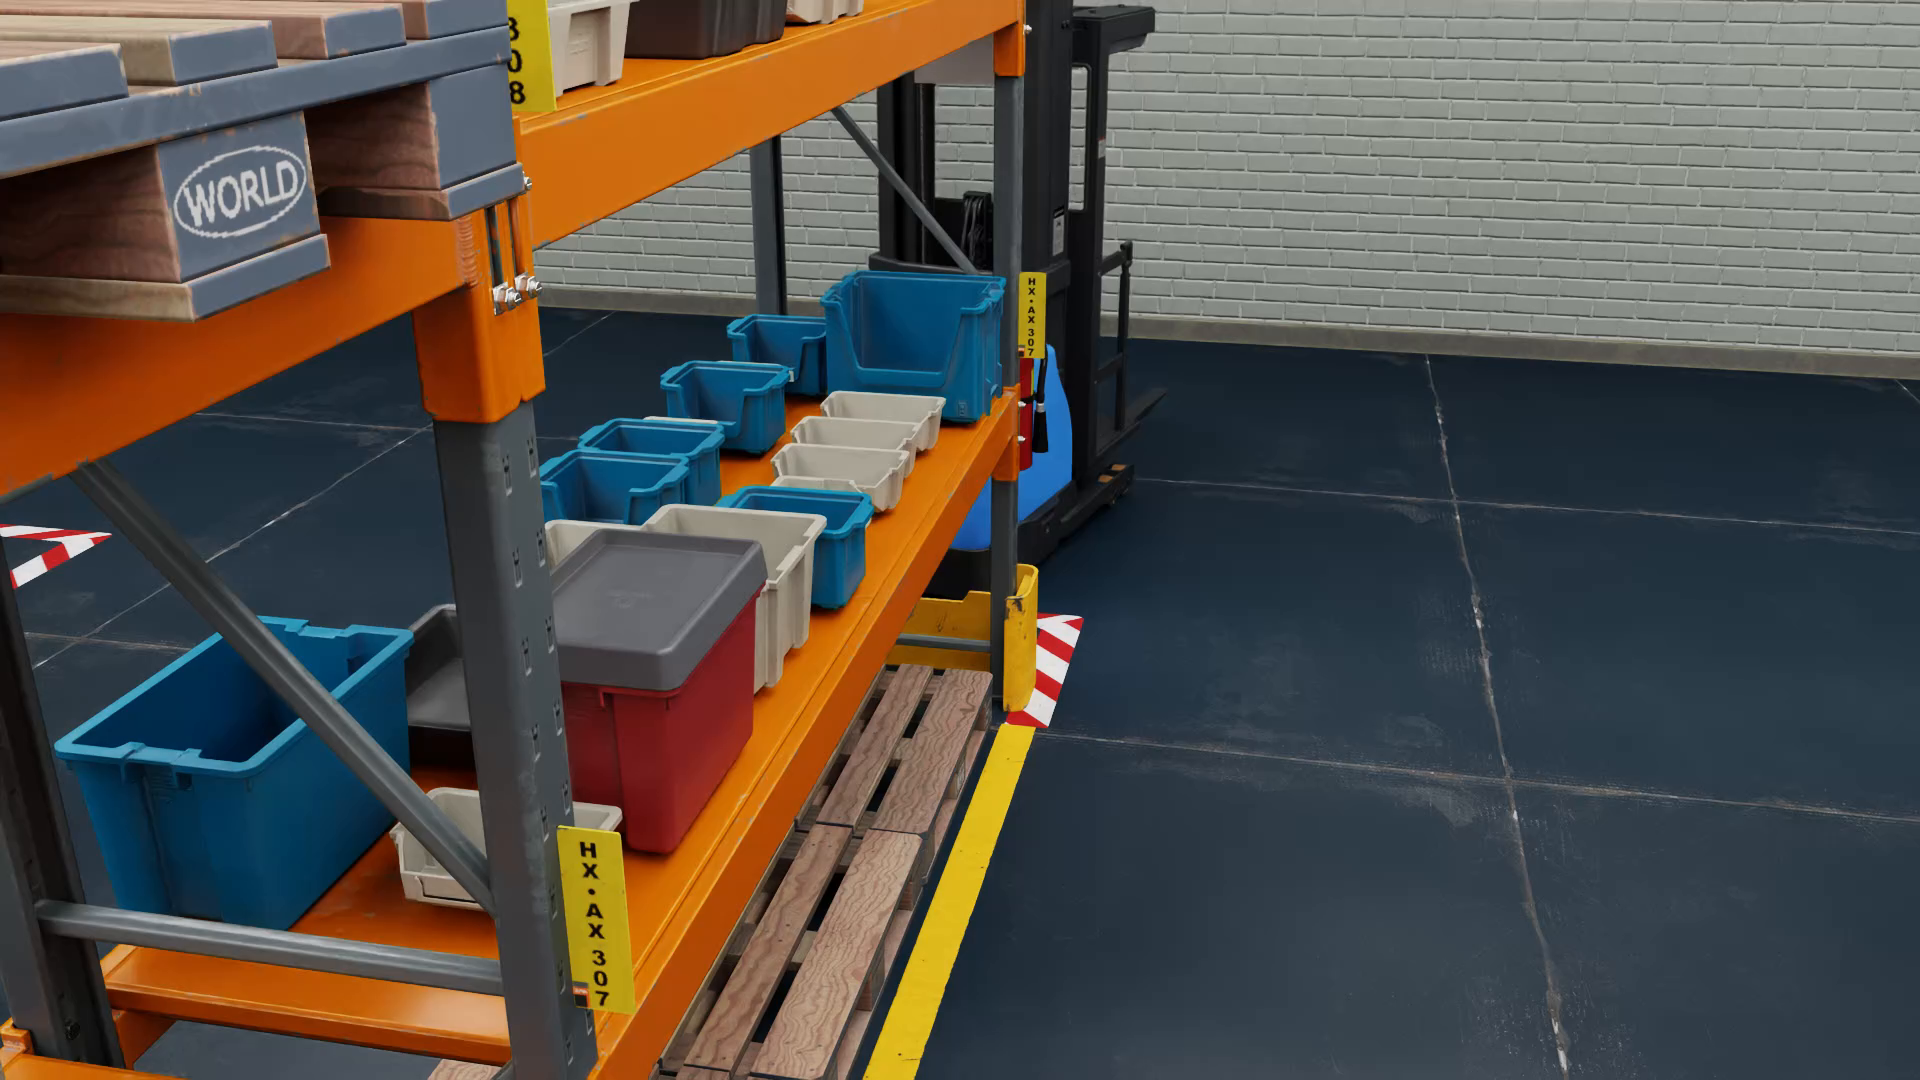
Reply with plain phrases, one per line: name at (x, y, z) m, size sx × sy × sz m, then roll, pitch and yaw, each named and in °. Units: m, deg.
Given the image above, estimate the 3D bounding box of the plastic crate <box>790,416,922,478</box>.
plastic crate at (-0.336, -0.285, 5.319) m, size 0.396 × 0.136 × 0.243 m, roll 4°, pitch 22°, yaw 11°

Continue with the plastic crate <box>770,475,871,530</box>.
plastic crate at (-0.411, -0.072, 4.789) m, size 0.298 × 0.136 × 0.250 m, roll 4°, pitch 22°, yaw 11°

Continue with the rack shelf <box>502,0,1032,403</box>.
rack shelf at (-0.681, -1.123, 4.074) m, size 1.077 × 0.370 × 4.000 m, roll 4°, pitch 22°, yaw 11°

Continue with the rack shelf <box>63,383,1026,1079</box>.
rack shelf at (-0.681, 0.269, 4.635) m, size 1.077 × 0.370 × 4.000 m, roll 4°, pitch 22°, yaw 11°

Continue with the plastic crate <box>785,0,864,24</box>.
plastic crate at (-0.452, -1.291, 3.882) m, size 0.437 × 0.136 × 0.530 m, roll 4°, pitch 22°, yaw 11°

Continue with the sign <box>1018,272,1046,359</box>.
sign at (0.269, -0.836, 6.196) m, size 0.100 × 0.325 × 0.005 m, roll 4°, pitch 22°, yaw 11°

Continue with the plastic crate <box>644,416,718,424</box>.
plastic crate at (-0.931, -0.278, 5.301) m, size 0.250 × 0.136 × 0.298 m, roll 4°, pitch 22°, yaw 11°

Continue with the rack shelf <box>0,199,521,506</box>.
rack shelf at (-1.498, 0.340, 0.442) m, size 1.077 × 0.370 × 4.000 m, roll 4°, pitch 22°, yaw 11°

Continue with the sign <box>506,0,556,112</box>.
sign at (-0.551, -0.687, 2.016) m, size 0.100 × 0.325 × 0.005 m, roll 4°, pitch 22°, yaw 11°

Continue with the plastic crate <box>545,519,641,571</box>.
plastic crate at (-1.028, 0.101, 4.360) m, size 0.293 × 0.136 × 0.466 m, roll 4°, pitch 22°, yaw 11°

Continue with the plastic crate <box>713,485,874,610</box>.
plastic crate at (-0.441, 0.024, 4.423) m, size 0.416 × 0.233 × 0.300 m, roll 4°, pitch 22°, yaw 11°

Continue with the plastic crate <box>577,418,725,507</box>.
plastic crate at (-0.915, -0.200, 4.979) m, size 0.416 × 0.233 × 0.300 m, roll 4°, pitch 22°, yaw 11°

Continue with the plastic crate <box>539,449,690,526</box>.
plastic crate at (-0.976, -0.090, 4.706) m, size 0.416 × 0.233 × 0.300 m, roll 4°, pitch 22°, yaw 11°

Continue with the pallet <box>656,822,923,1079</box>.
pallet at (-0.731, 1.240, 4.991) m, size 1.003 × 0.211 × 1.213 m, roll 4°, pitch 22°, yaw 11°

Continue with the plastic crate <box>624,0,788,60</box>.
plastic crate at (-0.568, -1.098, 3.224) m, size 0.497 × 0.269 × 0.590 m, roll 4°, pitch 22°, yaw 11°

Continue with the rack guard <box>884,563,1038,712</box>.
rack guard at (-0.281, 0.353, 6.808) m, size 1.175 × 0.500 × 0.348 m, roll 4°, pitch 22°, yaw 11°

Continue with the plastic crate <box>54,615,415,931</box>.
plastic crate at (-1.328, 0.449, 3.164) m, size 0.392 × 0.384 × 0.575 m, roll 4°, pitch 22°, yaw 11°

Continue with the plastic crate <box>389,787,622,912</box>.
plastic crate at (-0.855, 0.601, 3.118) m, size 0.396 × 0.136 × 0.243 m, roll 4°, pitch 22°, yaw 11°

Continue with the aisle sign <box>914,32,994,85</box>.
aisle sign at (0.028, -2.006, 5.841) m, size 0.394 × 0.787 × 0.004 m, roll 4°, pitch 22°, yaw 11°

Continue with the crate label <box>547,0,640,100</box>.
crate label at (-0.707, -0.760, 2.563) m, size 0.293 × 0.136 × 0.466 m, roll 4°, pitch 22°, yaw 11°

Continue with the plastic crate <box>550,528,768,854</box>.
plastic crate at (-0.662, 0.301, 3.424) m, size 0.402 × 0.464 × 0.583 m, roll 4°, pitch 22°, yaw 11°

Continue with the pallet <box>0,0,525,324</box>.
pallet at (-1.154, -0.343, 1.429) m, size 1.213 × 0.211 × 1.003 m, roll 4°, pitch 22°, yaw 11°

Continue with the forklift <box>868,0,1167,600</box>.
forklift at (0.288, -1.602, 8.407) m, size 1.130 × 2.935 × 3.031 m, roll 10°, pitch 24°, yaw 24°

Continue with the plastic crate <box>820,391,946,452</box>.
plastic crate at (-0.262, -0.390, 5.580) m, size 0.396 × 0.136 × 0.243 m, roll 4°, pitch 22°, yaw 11°

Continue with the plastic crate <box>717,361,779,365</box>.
plastic crate at (-0.792, -0.526, 5.917) m, size 0.250 × 0.136 × 0.298 m, roll 4°, pitch 22°, yaw 11°

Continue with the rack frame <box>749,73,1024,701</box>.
rack frame at (-0.273, -0.797, 6.316) m, size 1.000 × 3.000 × 0.127 m, roll 4°, pitch 22°, yaw 11°

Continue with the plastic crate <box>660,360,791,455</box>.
plastic crate at (-0.780, -0.441, 5.577) m, size 0.416 × 0.233 × 0.300 m, roll 4°, pitch 22°, yaw 11°

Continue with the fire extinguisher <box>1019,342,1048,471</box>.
fire extinguisher at (0.202, -0.608, 6.451) m, size 0.296 × 0.674 × 0.183 m, roll 4°, pitch 22°, yaw 11°

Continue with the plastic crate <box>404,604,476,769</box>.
plastic crate at (-1.124, 0.336, 3.791) m, size 0.437 × 0.125 × 0.590 m, roll 4°, pitch 22°, yaw 11°

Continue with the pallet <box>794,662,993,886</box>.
pallet at (-0.480, 0.796, 6.096) m, size 1.003 × 0.211 × 1.213 m, roll 4°, pitch 22°, yaw 11°

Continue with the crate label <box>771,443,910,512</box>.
crate label at (-0.369, -0.181, 5.062) m, size 0.396 × 0.136 × 0.243 m, roll 4°, pitch 22°, yaw 11°

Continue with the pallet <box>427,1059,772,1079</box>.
pallet at (-0.977, 1.688, 3.880) m, size 1.003 × 0.211 × 1.213 m, roll 4°, pitch 22°, yaw 11°

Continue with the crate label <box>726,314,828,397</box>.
crate label at (-0.646, -0.682, 6.175) m, size 0.416 × 0.233 × 0.303 m, roll 4°, pitch 22°, yaw 11°

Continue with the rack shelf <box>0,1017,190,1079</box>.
rack shelf at (-1.498, 1.731, 1.002) m, size 1.077 × 0.370 × 4.000 m, roll 4°, pitch 22°, yaw 11°

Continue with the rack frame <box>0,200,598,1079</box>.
rack frame at (-1.086, 0.667, 2.683) m, size 0.949 × 2.616 × 0.053 m, roll 4°, pitch 22°, yaw 11°

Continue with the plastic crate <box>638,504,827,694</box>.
plastic crate at (-0.598, 0.149, 4.047) m, size 0.437 × 0.282 × 0.530 m, roll 4°, pitch 22°, yaw 11°

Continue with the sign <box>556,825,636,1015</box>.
sign at (-0.551, 0.581, 2.527) m, size 0.100 × 0.325 × 0.005 m, roll 4°, pitch 22°, yaw 11°

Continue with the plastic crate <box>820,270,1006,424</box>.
plastic crate at (-0.159, -0.704, 5.959) m, size 0.616 × 0.435 × 0.499 m, roll 4°, pitch 22°, yaw 11°
